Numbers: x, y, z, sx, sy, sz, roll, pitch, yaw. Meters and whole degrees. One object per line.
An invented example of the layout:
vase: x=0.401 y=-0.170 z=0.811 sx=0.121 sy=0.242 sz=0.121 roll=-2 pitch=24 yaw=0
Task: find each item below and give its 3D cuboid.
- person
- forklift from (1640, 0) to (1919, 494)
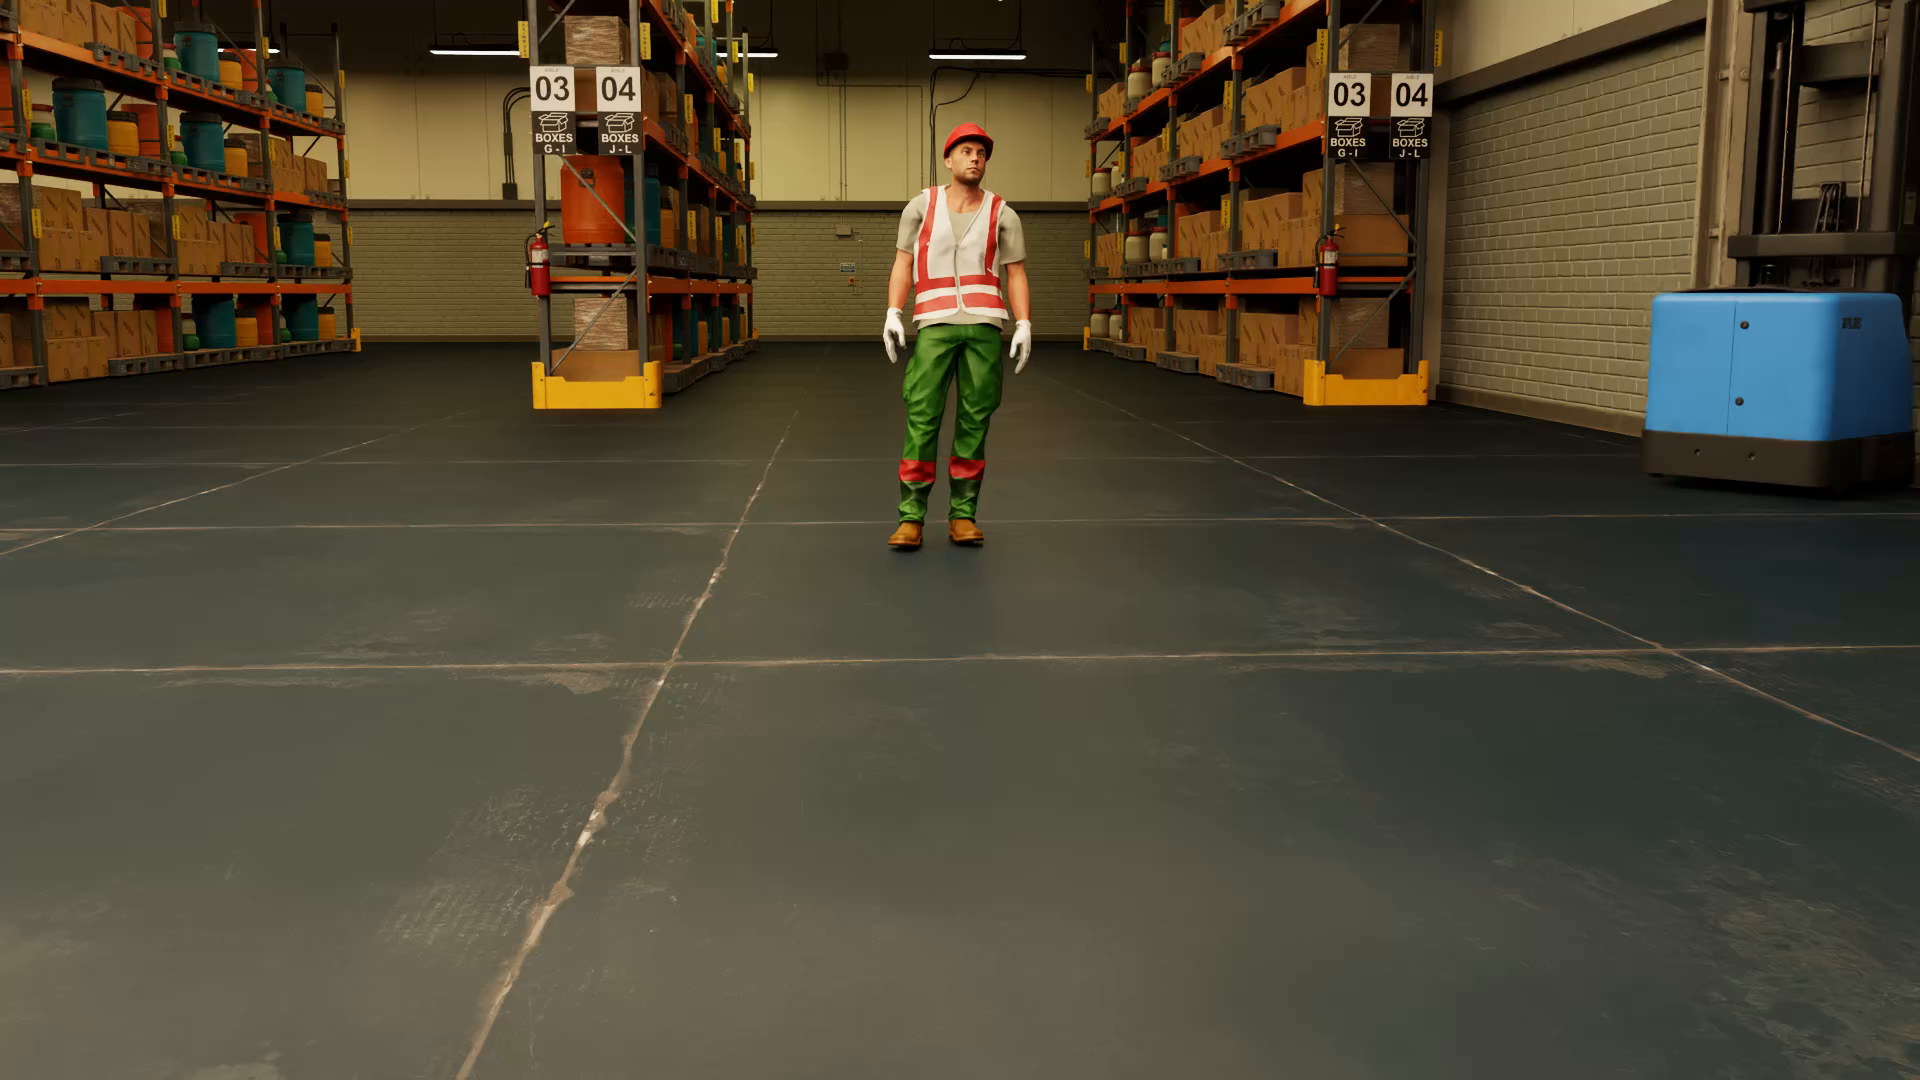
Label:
person: x=-0.007 y=-0.881 z=7.098 sx=0.637 sy=1.787 sz=0.564 roll=-1 pitch=8 yaw=-4
forklift: x=5.326 y=-1.845 z=9.757 sx=3.031 sy=2.935 sz=1.130 roll=-7 pitch=11 yaw=-38
